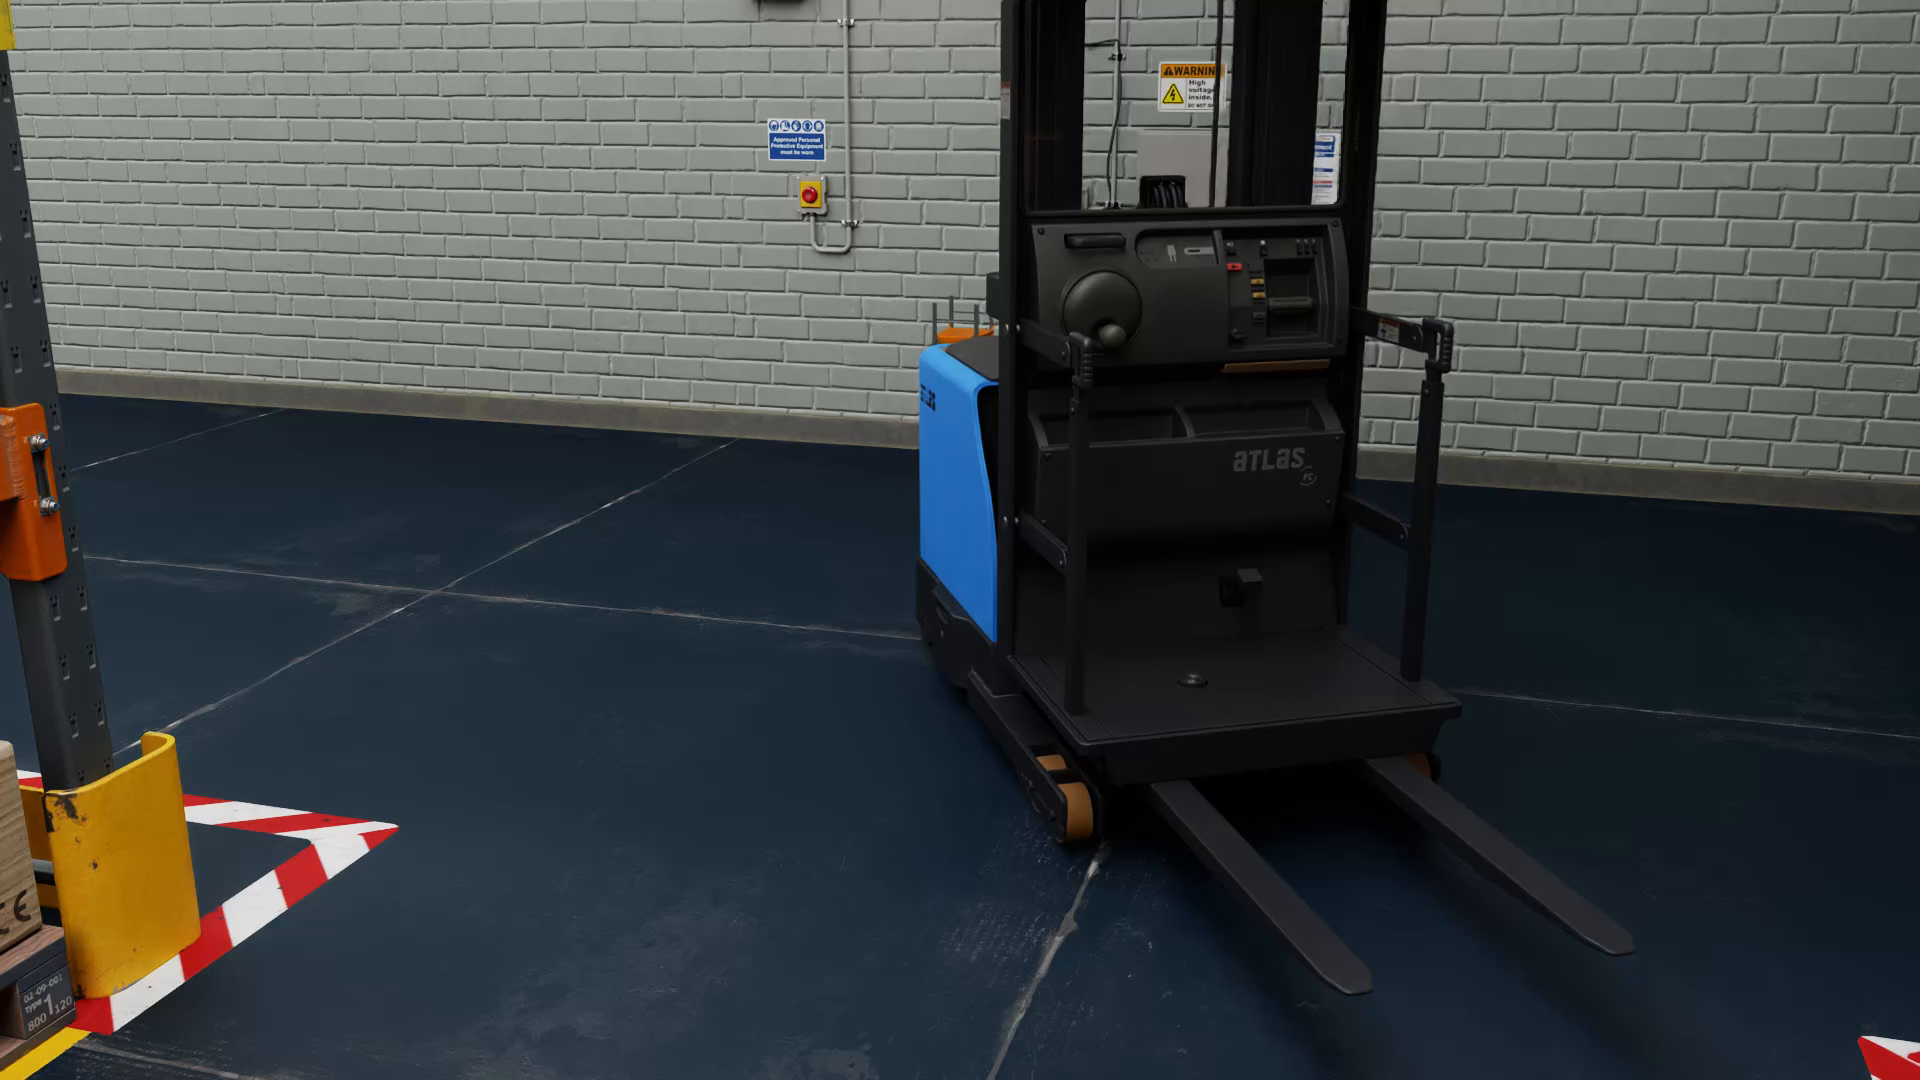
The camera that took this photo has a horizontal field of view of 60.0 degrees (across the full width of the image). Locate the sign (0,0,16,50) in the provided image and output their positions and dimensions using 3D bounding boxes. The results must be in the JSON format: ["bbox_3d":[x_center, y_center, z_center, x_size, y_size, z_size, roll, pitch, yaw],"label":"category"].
[{"bbox_3d":[-1.902,-1.122,3.234,0.100,0.325,0.005,5,16,16],"label":"sign"}]

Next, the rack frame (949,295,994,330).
[{"bbox_3d":[0.050,-0.551,7.348,0.200,1.050,0.008,5,16,16],"label":"rack frame"}]

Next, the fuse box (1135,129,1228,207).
[{"bbox_3d":[1.134,-1.153,8.260,0.539,1.711,0.414,5,16,16],"label":"fuse box"}]

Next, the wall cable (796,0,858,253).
[{"bbox_3d":[-0.838,-2.478,8.650,0.585,1.953,0.123,5,16,16],"label":"wall cable"}]

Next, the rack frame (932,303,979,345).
[{"bbox_3d":[-0.019,-0.487,7.123,0.200,1.050,0.008,5,16,16],"label":"rack frame"}]

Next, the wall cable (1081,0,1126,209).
[{"bbox_3d":[0.525,-2.356,8.277,0.588,1.984,0.122,5,16,16],"label":"wall cable"}]

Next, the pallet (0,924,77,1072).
[{"bbox_3d":[-2.571,1.060,3.207,1.003,0.211,1.213,5,16,16],"label":"pallet"}]

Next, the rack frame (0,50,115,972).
[{"bbox_3d":[-2.418,-0.497,3.585,1.000,3.000,0.127,5,16,16],"label":"rack frame"}]

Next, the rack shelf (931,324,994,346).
[{"bbox_3d":[0.015,-0.782,7.161,0.215,0.259,0.240,5,16,16],"label":"rack shelf"}]

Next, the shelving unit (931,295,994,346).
[{"bbox_3d":[0.015,-0.519,7.235,0.215,1.050,0.252,5,16,16],"label":"shelving unit"}]

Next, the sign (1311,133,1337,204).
[{"bbox_3d":[1.667,-1.743,8.153,0.329,0.494,0.001,5,16,16],"label":"sign"}]

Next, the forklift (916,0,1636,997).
[{"bbox_3d":[0.710,-0.712,4.468,1.130,2.935,3.031,-4,16,-14],"label":"forklift"}]

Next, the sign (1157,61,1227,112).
[{"bbox_3d":[1.140,-2.229,8.177,0.339,0.242,0.001,5,16,16],"label":"sign"}]

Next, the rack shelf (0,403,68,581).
[{"bbox_3d":[-2.987,0.372,1.839,1.077,0.370,4.000,5,16,16],"label":"rack shelf"}]

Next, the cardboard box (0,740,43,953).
[{"bbox_3d":[-2.510,0.714,3.241,0.875,0.438,0.875,4,16,14],"label":"cardboard box"}]

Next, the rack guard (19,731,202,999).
[{"bbox_3d":[-2.412,0.699,3.948,1.175,0.500,0.348,5,16,16],"label":"rack guard"}]

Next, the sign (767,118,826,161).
[{"bbox_3d":[-0.867,-2.124,8.825,0.327,0.218,0.001,5,16,16],"label":"sign"}]
